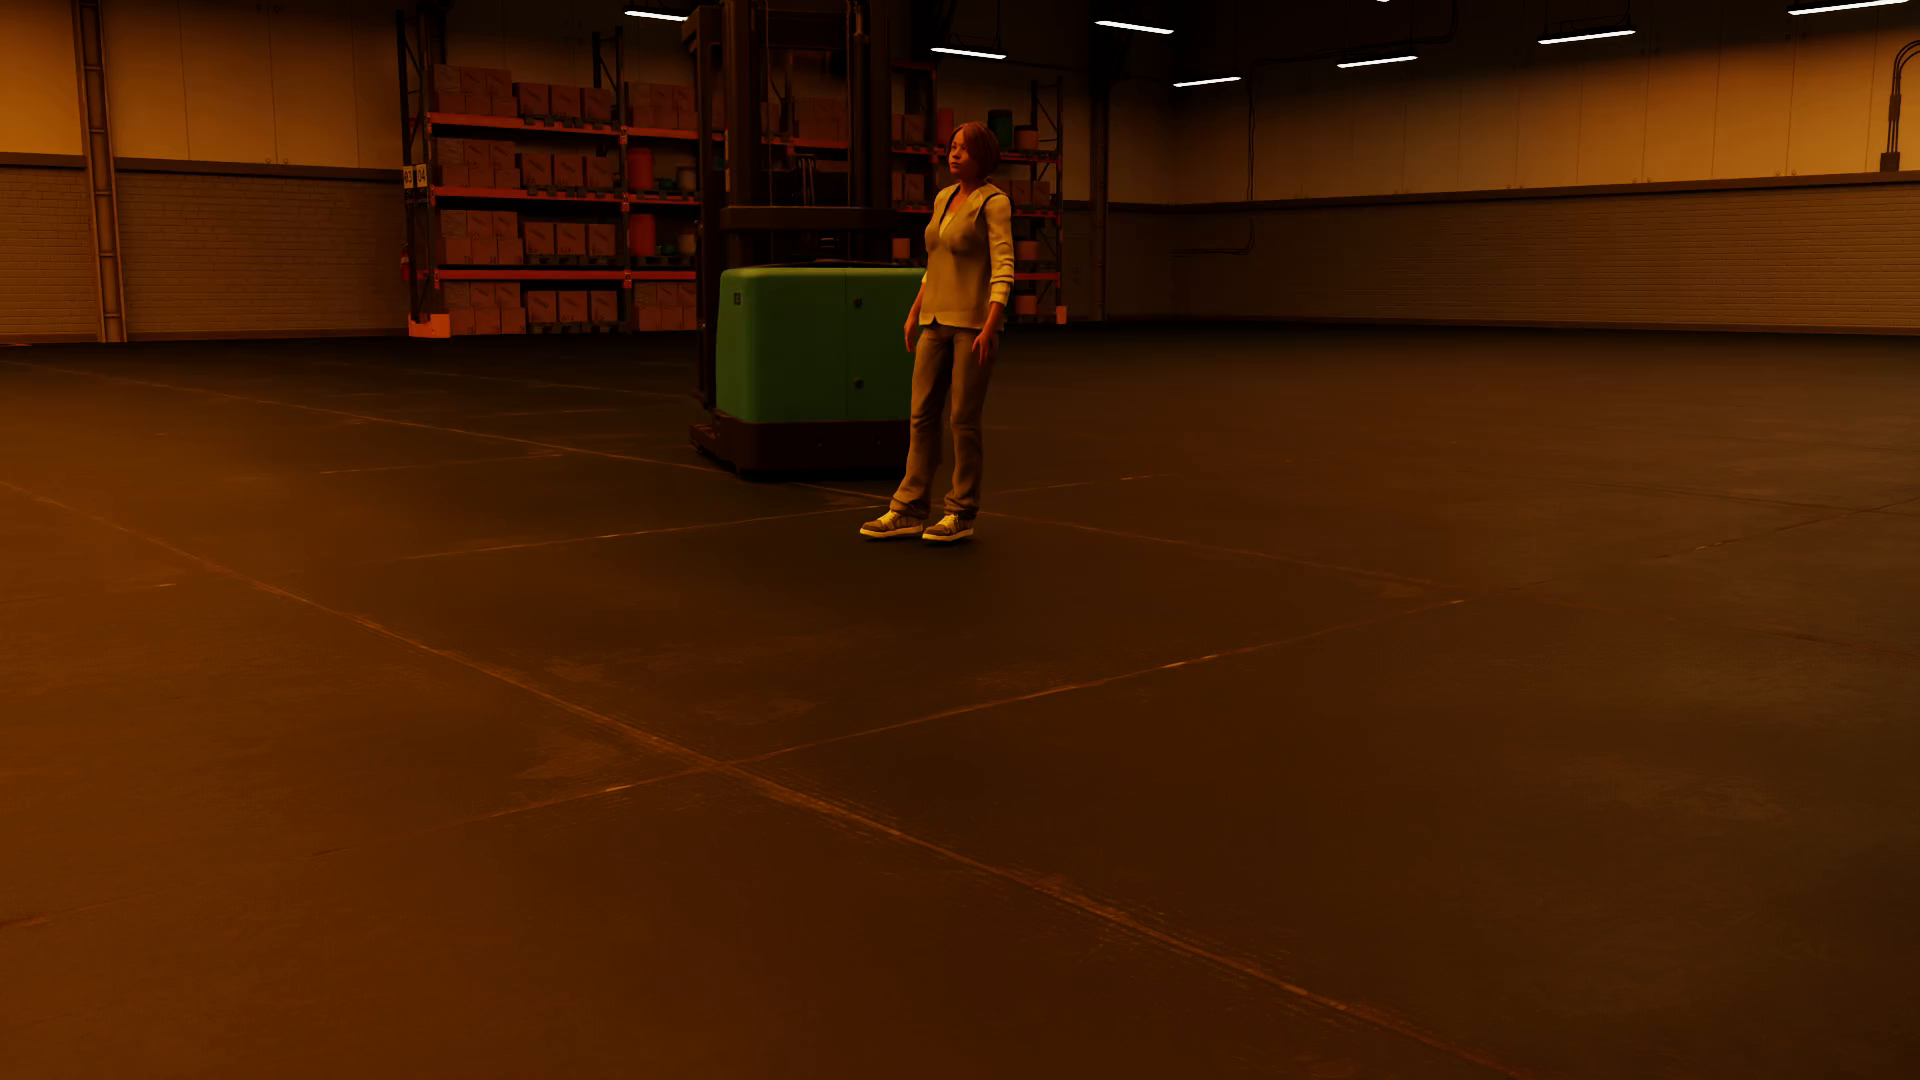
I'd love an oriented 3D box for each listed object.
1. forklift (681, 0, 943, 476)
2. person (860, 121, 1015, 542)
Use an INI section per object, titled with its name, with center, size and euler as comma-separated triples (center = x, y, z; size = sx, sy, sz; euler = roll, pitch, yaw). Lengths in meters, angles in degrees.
[forklift]
center = -0.993, -1.965, 9.651
size = 1.130, 2.935, 3.031
euler = -3, 9, -16
[person]
center = -0.065, -0.791, 6.379
size = 0.475, 1.597, 0.520
euler = -8, 12, -40
